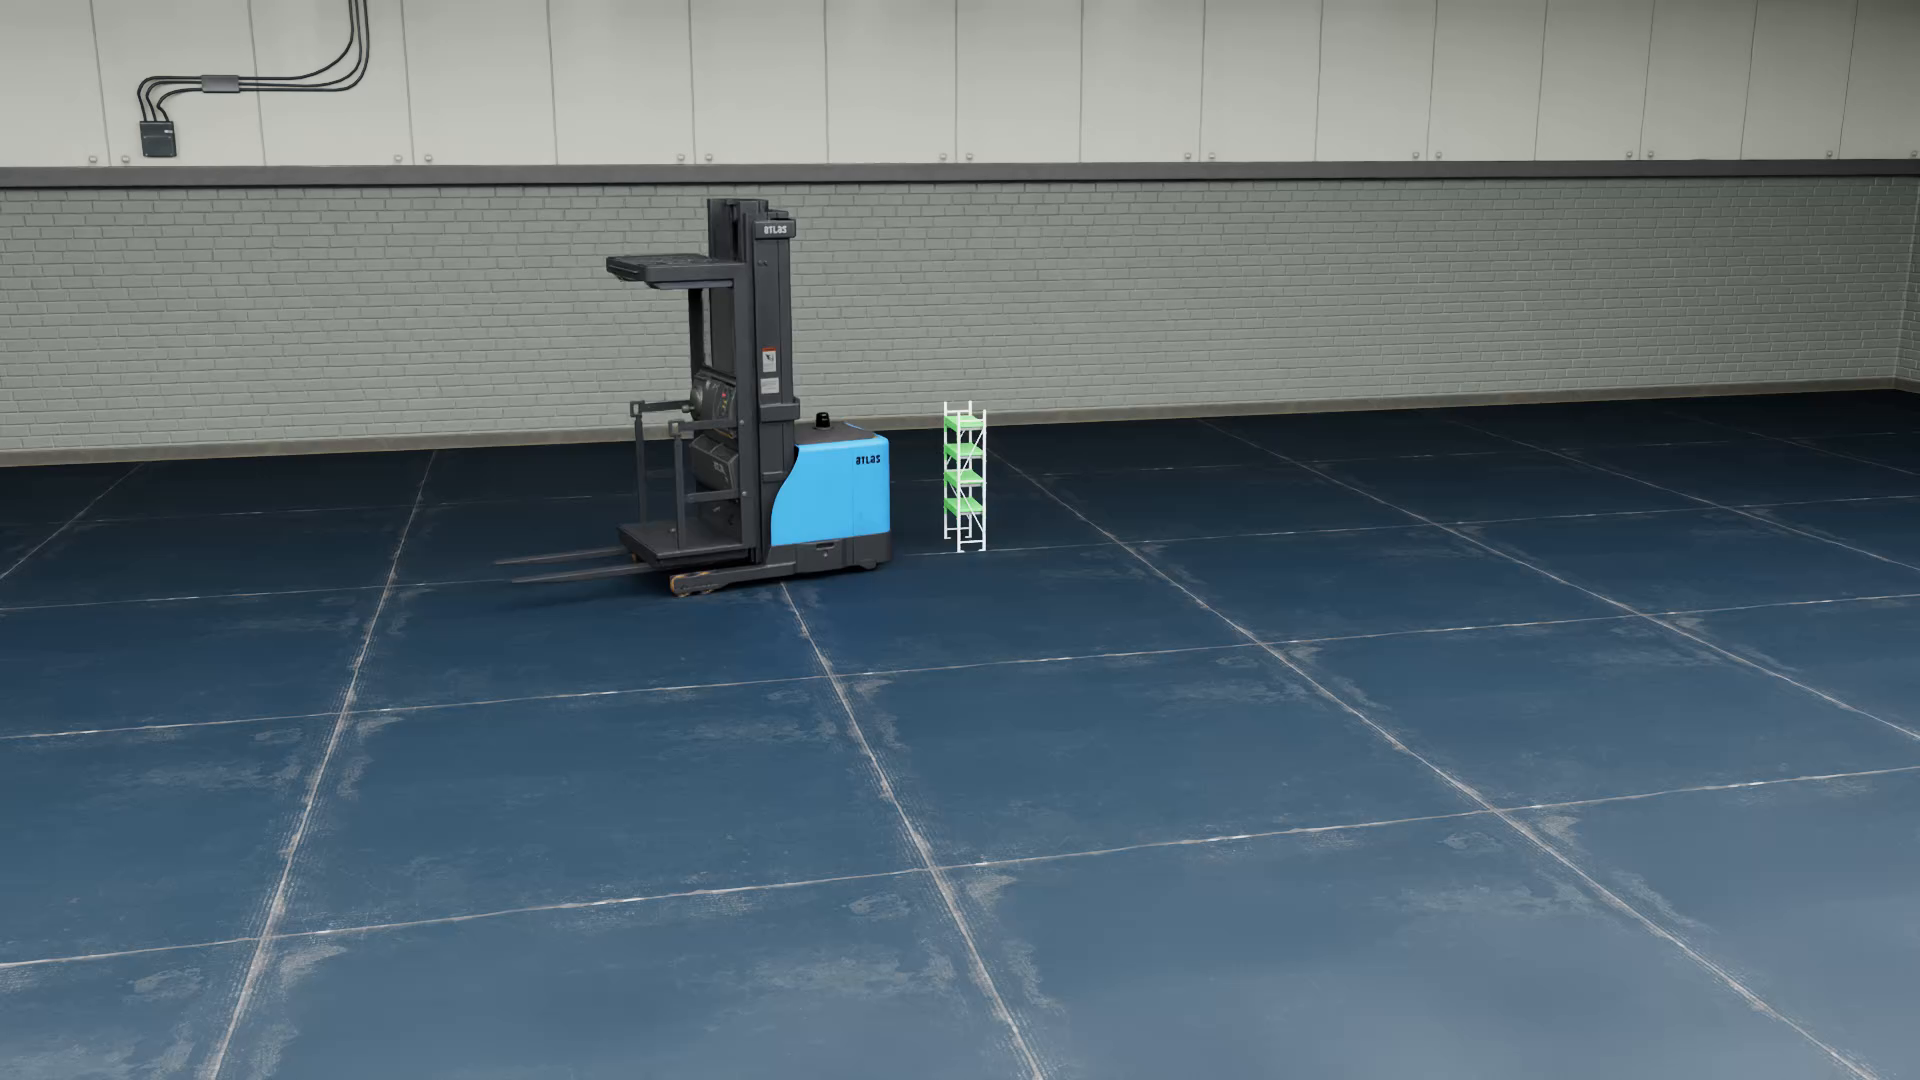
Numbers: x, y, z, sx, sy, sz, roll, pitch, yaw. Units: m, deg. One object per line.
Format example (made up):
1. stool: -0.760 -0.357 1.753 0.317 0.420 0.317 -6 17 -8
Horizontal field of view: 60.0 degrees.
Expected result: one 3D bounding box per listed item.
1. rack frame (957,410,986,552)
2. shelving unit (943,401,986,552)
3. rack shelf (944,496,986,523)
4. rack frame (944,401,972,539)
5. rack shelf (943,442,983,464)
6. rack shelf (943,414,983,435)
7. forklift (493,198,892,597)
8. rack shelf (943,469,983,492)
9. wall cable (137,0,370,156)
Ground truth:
1. rack frame: 0.096 -0.488 13.898 0.240 1.200 0.015 -3 14 -13
2. shelving unit: 0.039 -0.545 14.128 0.258 1.200 0.503 -3 14 -13
3. rack shelf: 0.039 -0.249 14.200 0.258 0.148 0.480 -3 14 -13
4. rack frame: -0.018 -0.601 14.359 0.240 1.200 0.015 -3 14 -13
5. rack shelf: 0.039 -0.716 14.087 0.258 0.148 0.480 -3 14 -13
6. rack shelf: 0.039 -0.949 14.030 0.258 0.148 0.480 -3 14 -13
7. forklift: -2.101 -1.134 12.891 3.031 2.935 1.130 -7 15 -27
8. rack shelf: 0.039 -0.483 14.144 0.258 0.148 0.480 -3 14 -13
9. wall cable: -7.314 -6.948 16.738 2.305 6.003 0.169 -3 14 -13
